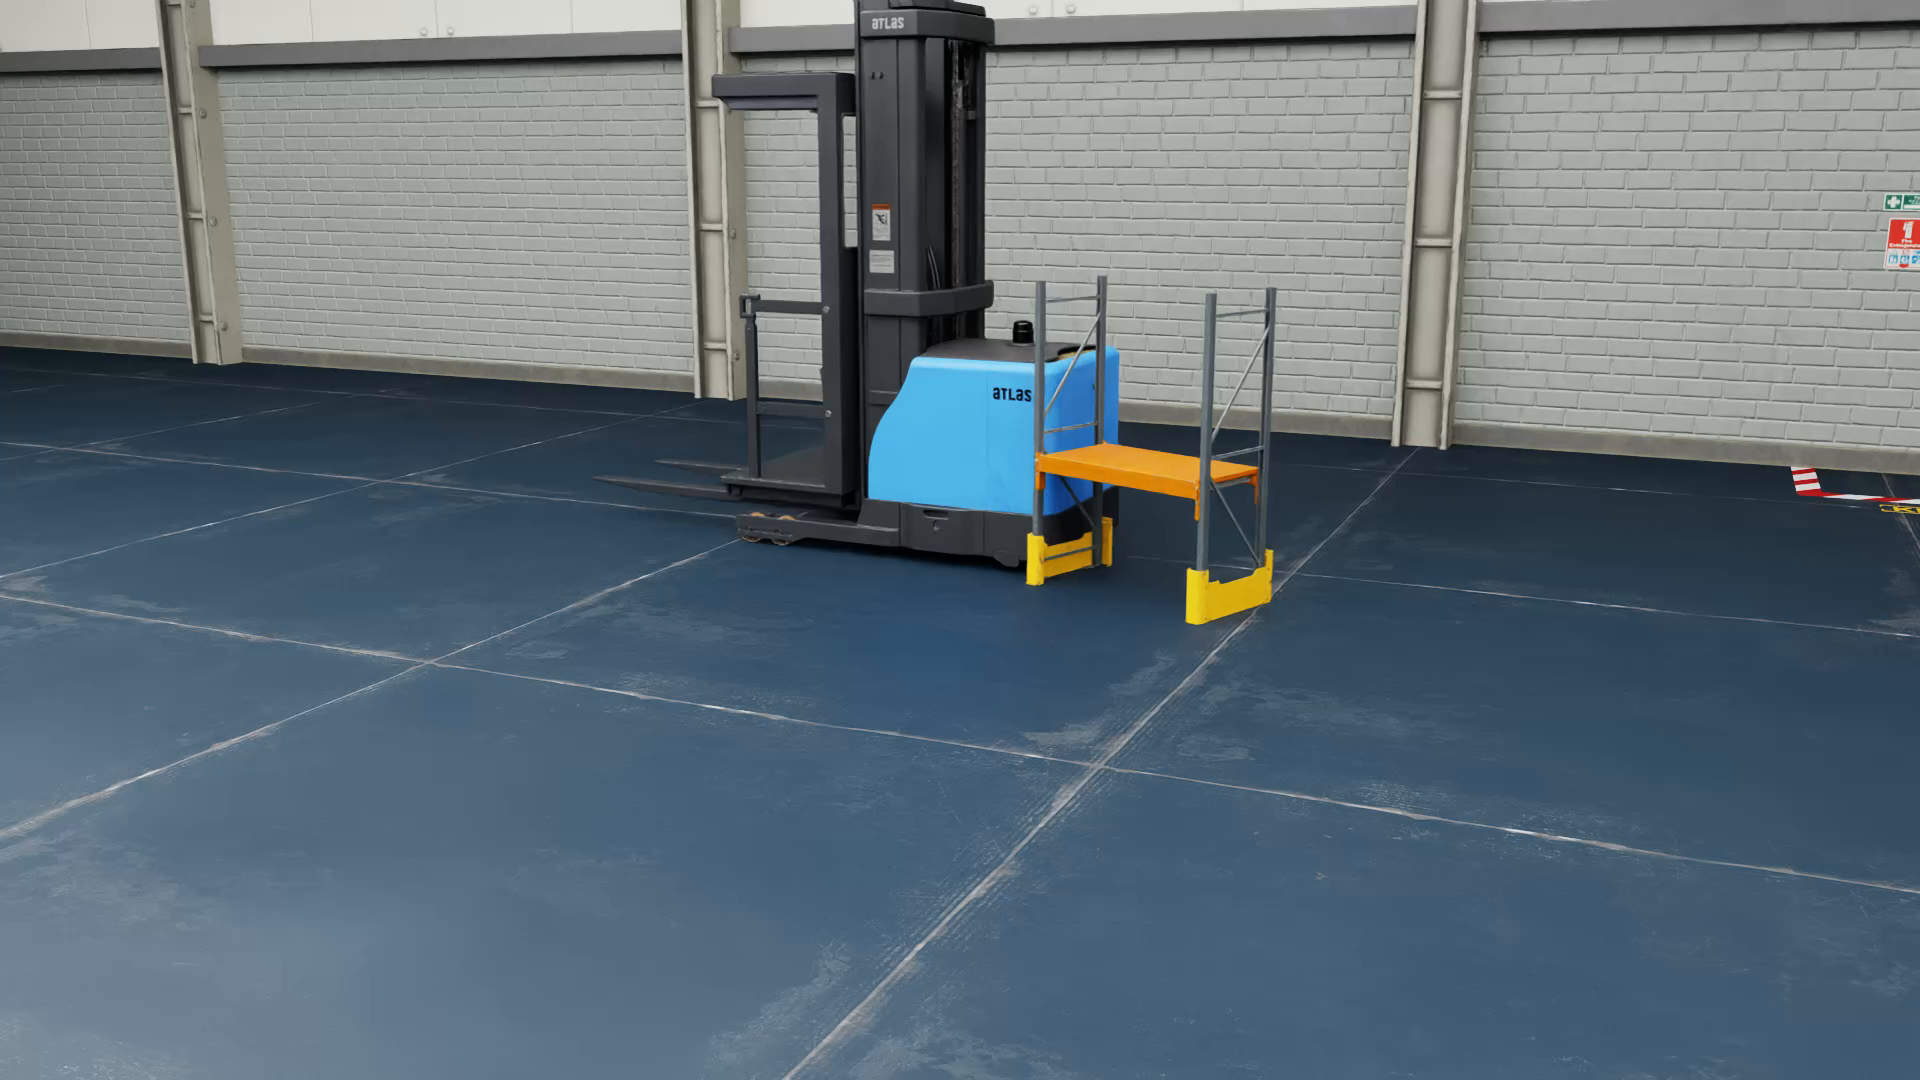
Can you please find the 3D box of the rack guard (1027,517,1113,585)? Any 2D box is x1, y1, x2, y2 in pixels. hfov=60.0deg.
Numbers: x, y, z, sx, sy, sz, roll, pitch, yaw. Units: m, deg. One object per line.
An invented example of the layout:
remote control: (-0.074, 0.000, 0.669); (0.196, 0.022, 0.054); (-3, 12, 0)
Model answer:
rack guard: (0.565, 0.053, 8.482); (0.587, 0.250, 0.087); (-13, 18, -43)

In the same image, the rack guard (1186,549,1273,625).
rack guard: (1.267, 0.214, 7.795); (0.587, 0.250, 0.087); (-13, 18, -43)

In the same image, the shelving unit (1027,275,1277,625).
shelving unit: (0.916, -0.475, 7.996); (0.587, 1.500, 1.083); (-13, 18, -43)

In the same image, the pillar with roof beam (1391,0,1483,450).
pillar with roof beam: (1.660, -4.185, 7.392); (0.400, 9.000, 9.100); (6, 14, 23)

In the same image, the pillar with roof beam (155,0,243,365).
pillar with roof beam: (-9.311, -5.296, 12.124); (0.400, 9.000, 9.100); (6, 14, 23)

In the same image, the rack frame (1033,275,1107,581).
rack frame: (0.551, -0.559, 8.353); (0.500, 1.500, 0.032); (-13, 18, -43)

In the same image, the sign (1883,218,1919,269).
sign: (6.182, -1.935, 10.858); (0.234, 0.329, 0.001); (6, 14, 23)

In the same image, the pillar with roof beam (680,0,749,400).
pillar with roof beam: (-3.826, -4.740, 9.758); (0.400, 9.000, 9.100); (6, 14, 23)

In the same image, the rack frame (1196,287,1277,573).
rack frame: (1.268, -0.394, 7.652); (0.500, 1.500, 0.032); (-13, 18, -43)

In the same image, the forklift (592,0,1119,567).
forklift: (-0.672, -1.494, 9.208); (3.031, 2.935, 1.130); (6, 15, 25)

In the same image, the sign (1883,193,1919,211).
sign: (6.183, -2.191, 10.788); (0.331, 0.109, 0.001); (6, 14, 23)

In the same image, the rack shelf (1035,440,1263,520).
rack shelf: (0.910, -0.301, 8.044); (0.538, 0.185, 1.000); (-13, 18, -43)
